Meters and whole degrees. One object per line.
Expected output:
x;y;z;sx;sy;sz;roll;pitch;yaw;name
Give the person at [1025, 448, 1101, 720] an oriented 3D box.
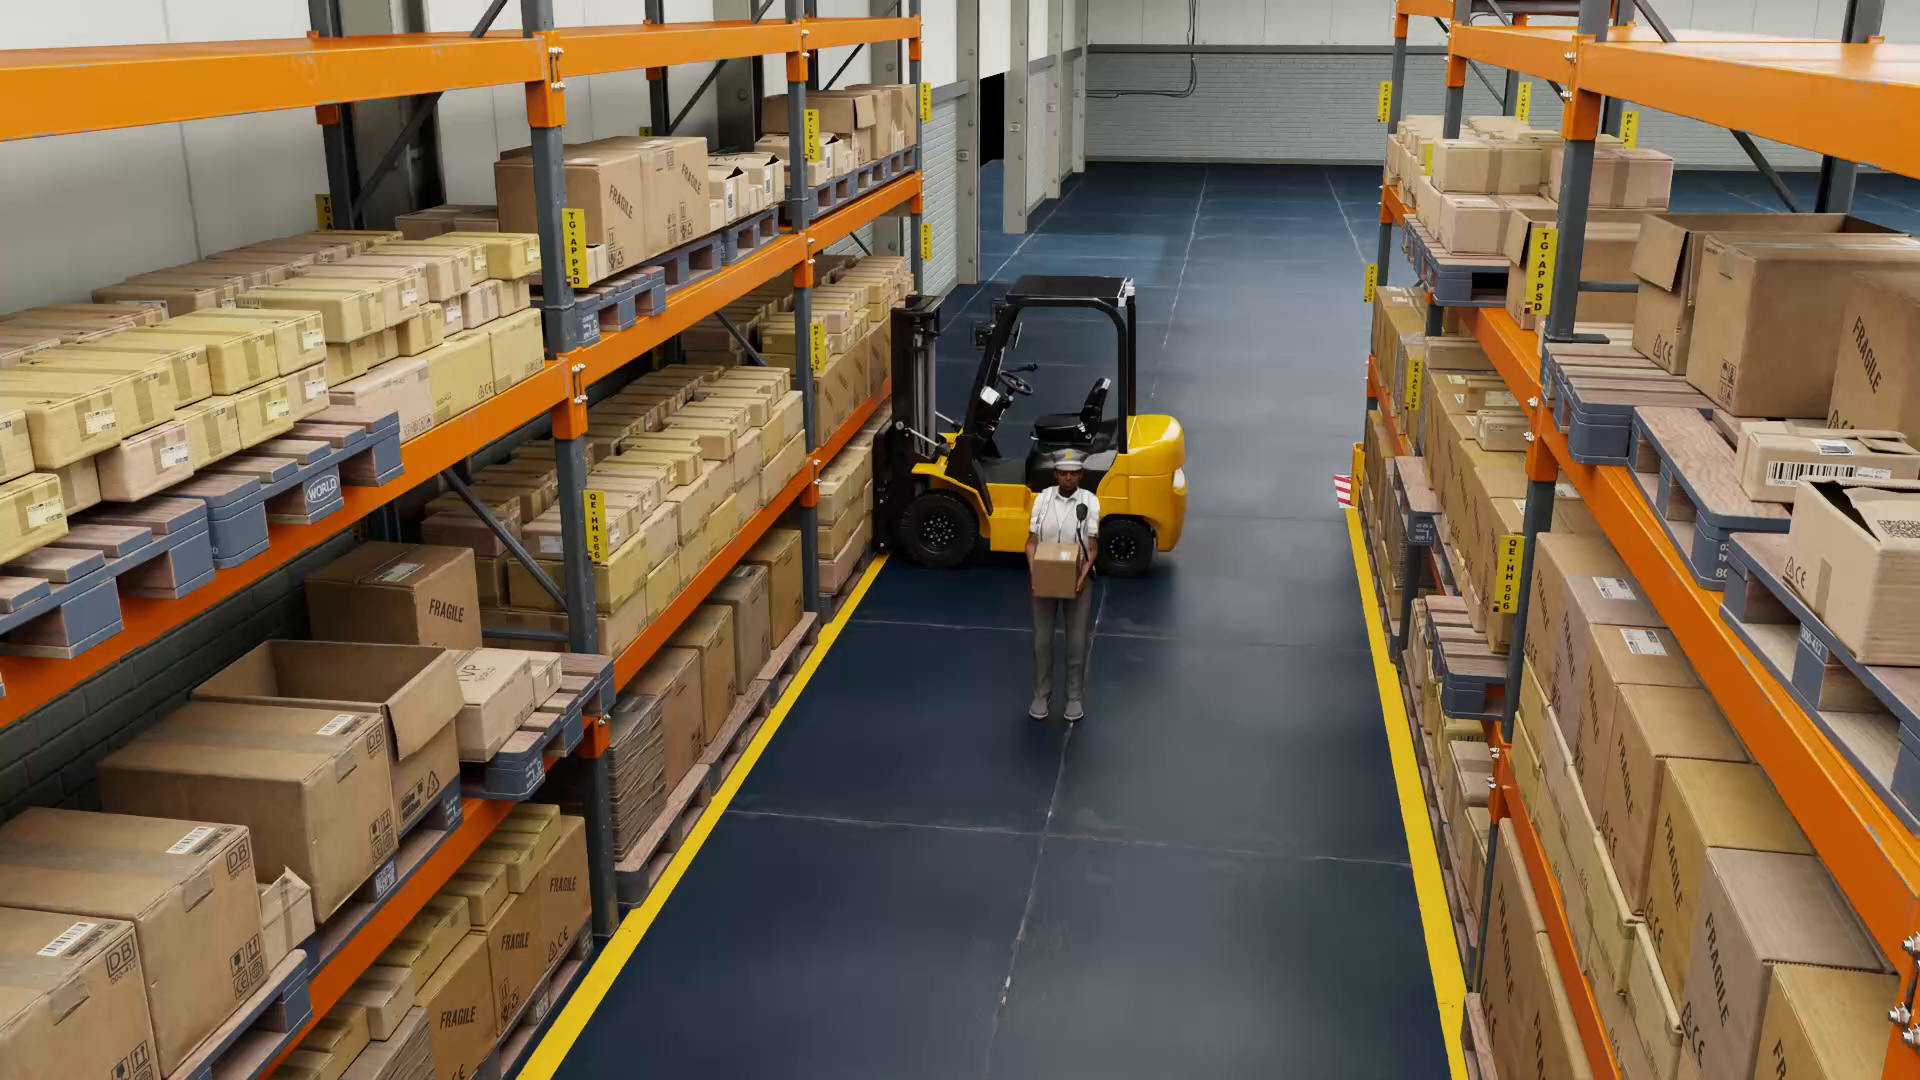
0.617;0.271;10.179;0.450;1.688;0.540;3;18;9;person
